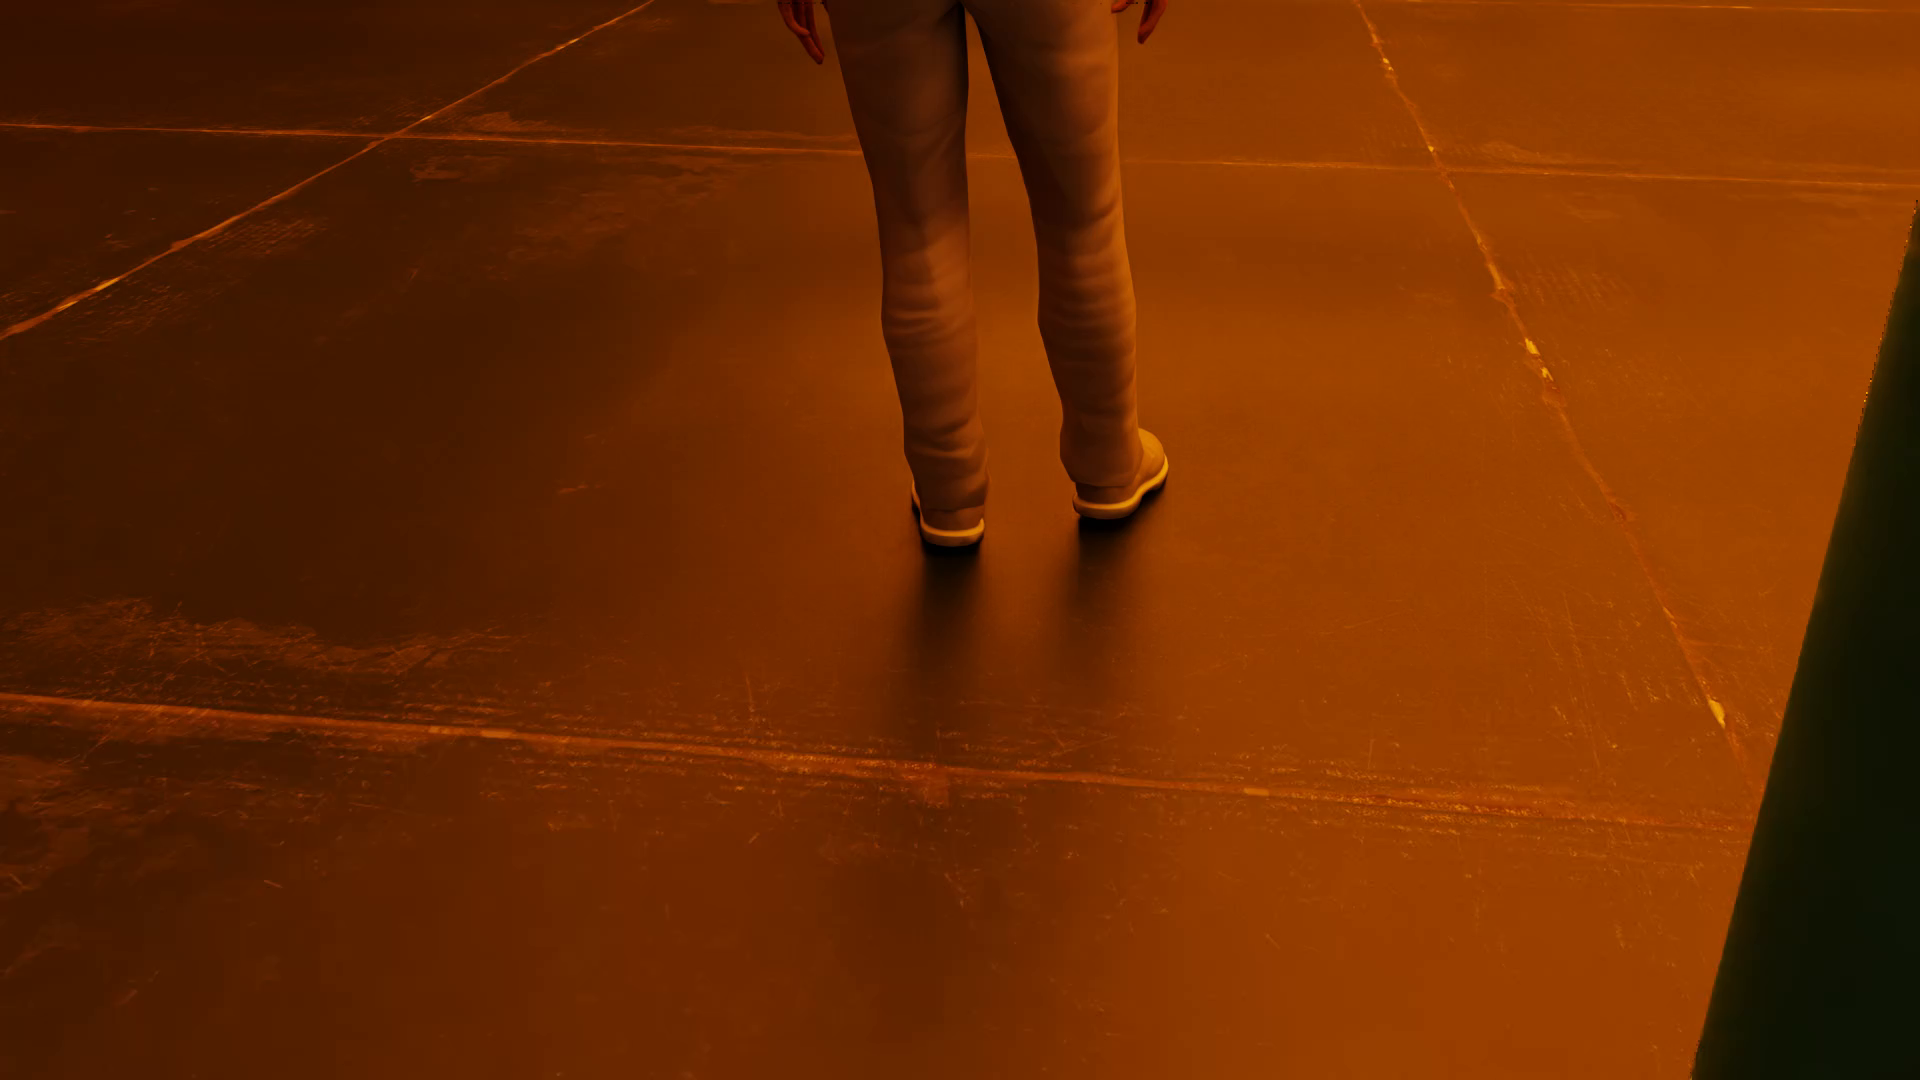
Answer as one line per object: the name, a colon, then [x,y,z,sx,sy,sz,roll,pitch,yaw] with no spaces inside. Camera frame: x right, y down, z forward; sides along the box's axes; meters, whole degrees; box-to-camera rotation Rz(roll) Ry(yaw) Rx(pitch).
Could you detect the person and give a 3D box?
person: [0.029,-0.797,2.183,0.570,1.697,0.528,3,27,7]
